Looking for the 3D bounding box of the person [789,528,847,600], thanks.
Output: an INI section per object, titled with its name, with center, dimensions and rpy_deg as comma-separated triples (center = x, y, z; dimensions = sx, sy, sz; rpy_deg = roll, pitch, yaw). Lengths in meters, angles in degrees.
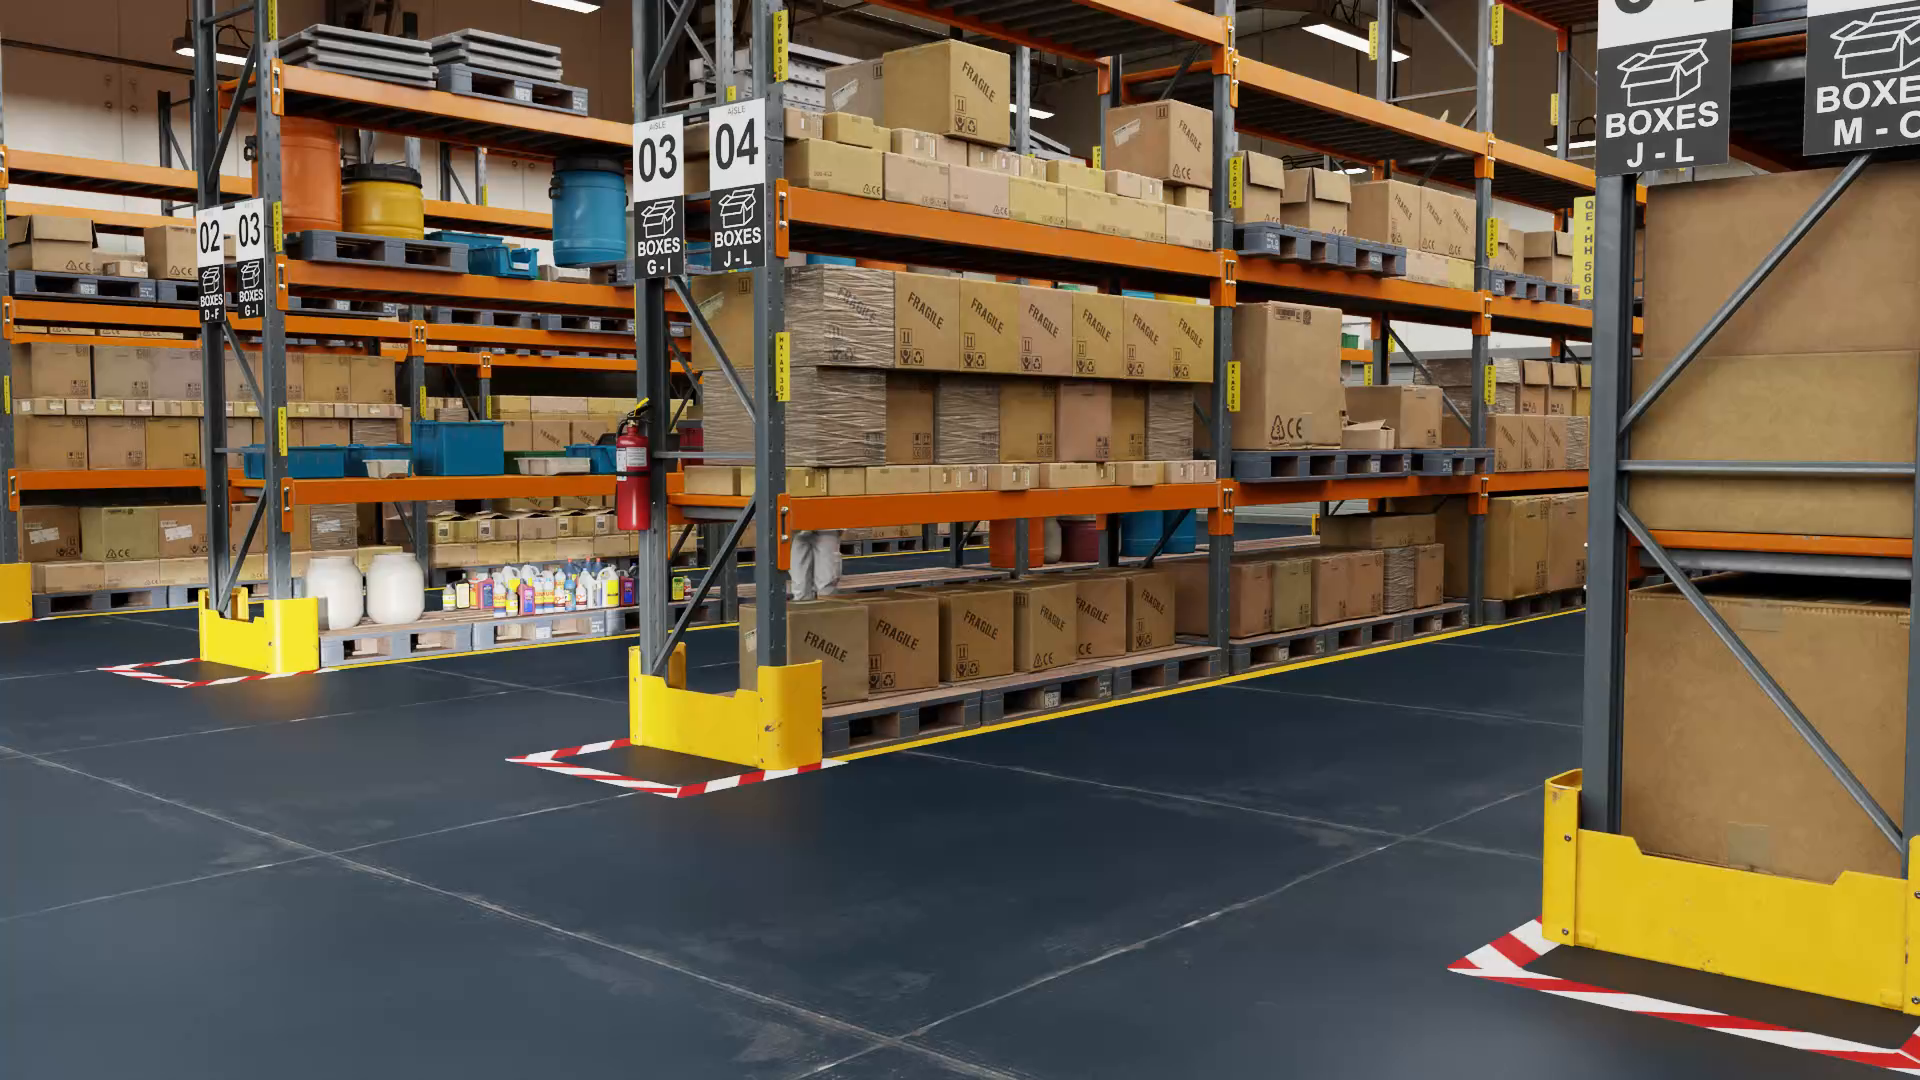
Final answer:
[person]
center = -1.071, -0.024, 11.915
dimensions = 0.494, 1.783, 0.563
rpy_deg = 3, 5, 41
